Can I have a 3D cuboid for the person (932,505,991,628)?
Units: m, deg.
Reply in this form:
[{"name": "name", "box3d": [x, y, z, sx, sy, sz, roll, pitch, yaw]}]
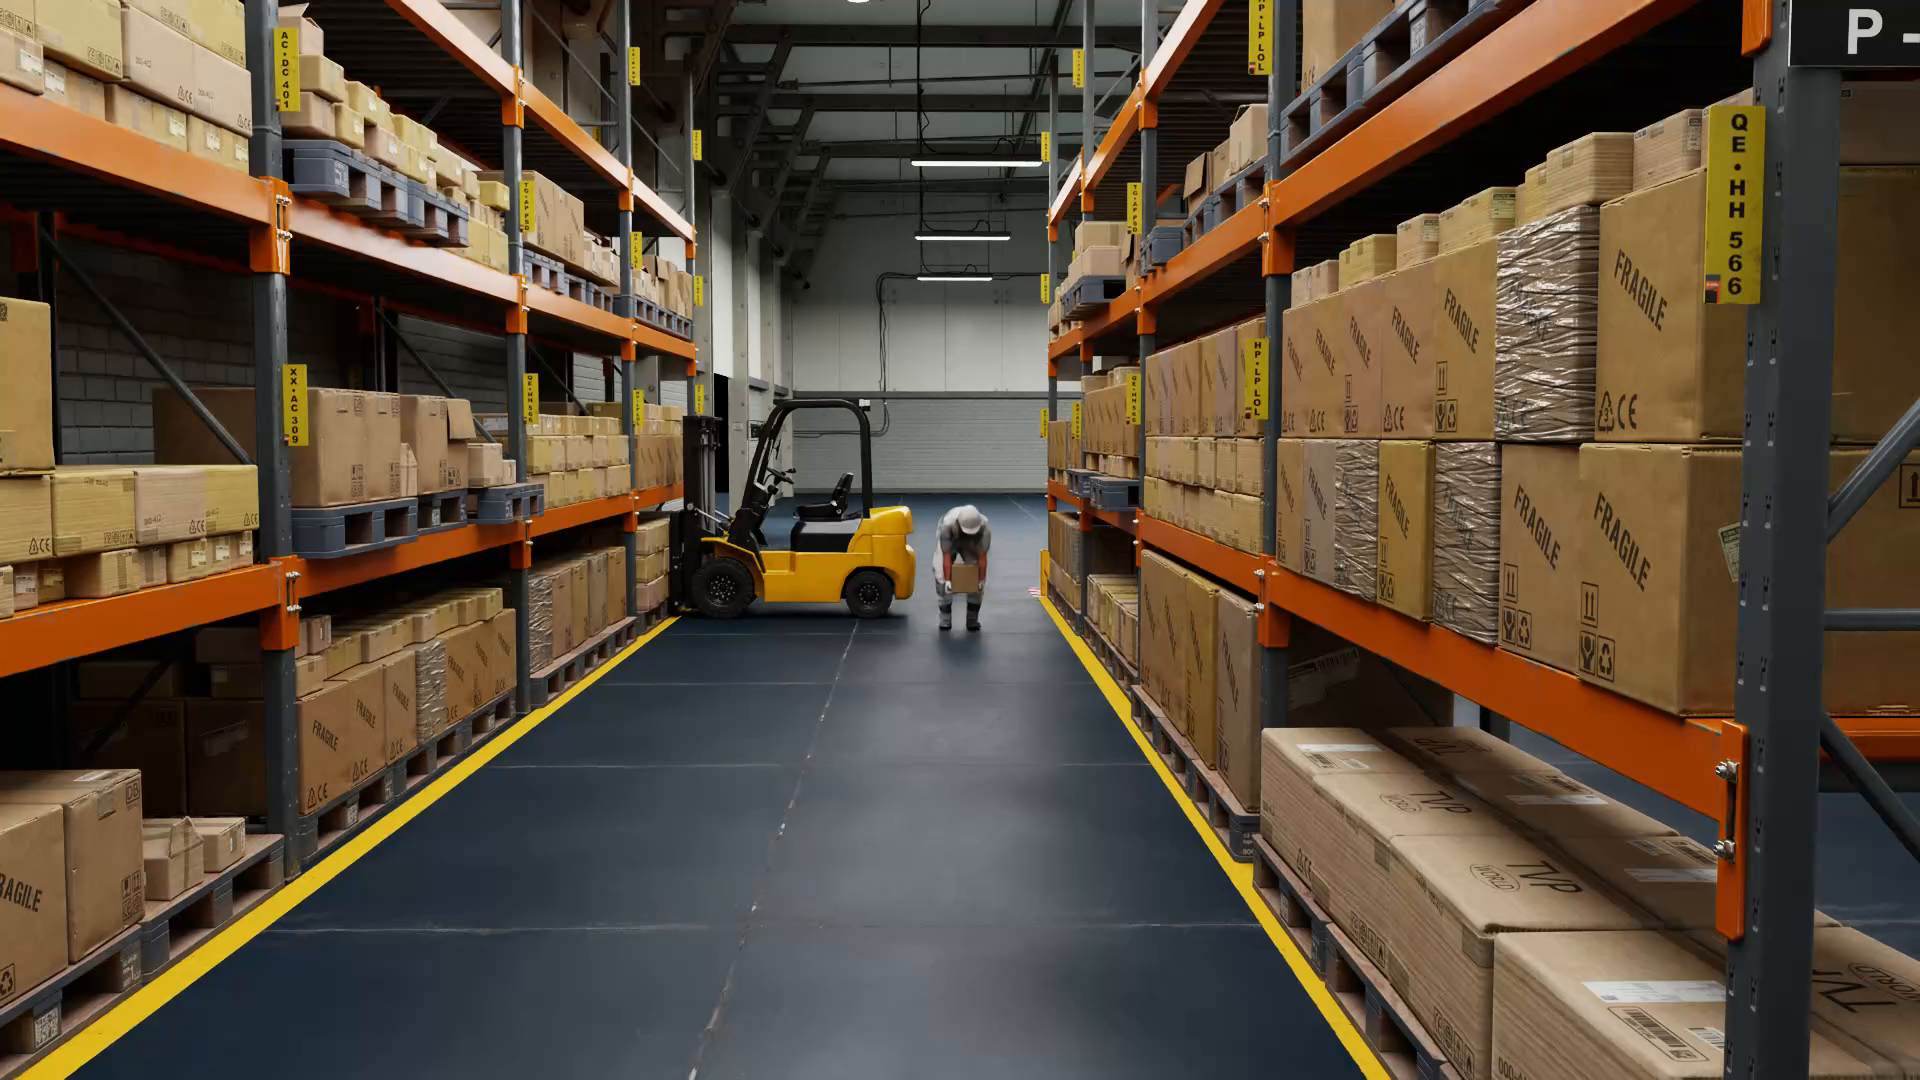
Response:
[{"name": "person", "box3d": [0.016, 0.249, 15.384, 0.523, 1.173, 0.945, 0, 4, -5]}]
